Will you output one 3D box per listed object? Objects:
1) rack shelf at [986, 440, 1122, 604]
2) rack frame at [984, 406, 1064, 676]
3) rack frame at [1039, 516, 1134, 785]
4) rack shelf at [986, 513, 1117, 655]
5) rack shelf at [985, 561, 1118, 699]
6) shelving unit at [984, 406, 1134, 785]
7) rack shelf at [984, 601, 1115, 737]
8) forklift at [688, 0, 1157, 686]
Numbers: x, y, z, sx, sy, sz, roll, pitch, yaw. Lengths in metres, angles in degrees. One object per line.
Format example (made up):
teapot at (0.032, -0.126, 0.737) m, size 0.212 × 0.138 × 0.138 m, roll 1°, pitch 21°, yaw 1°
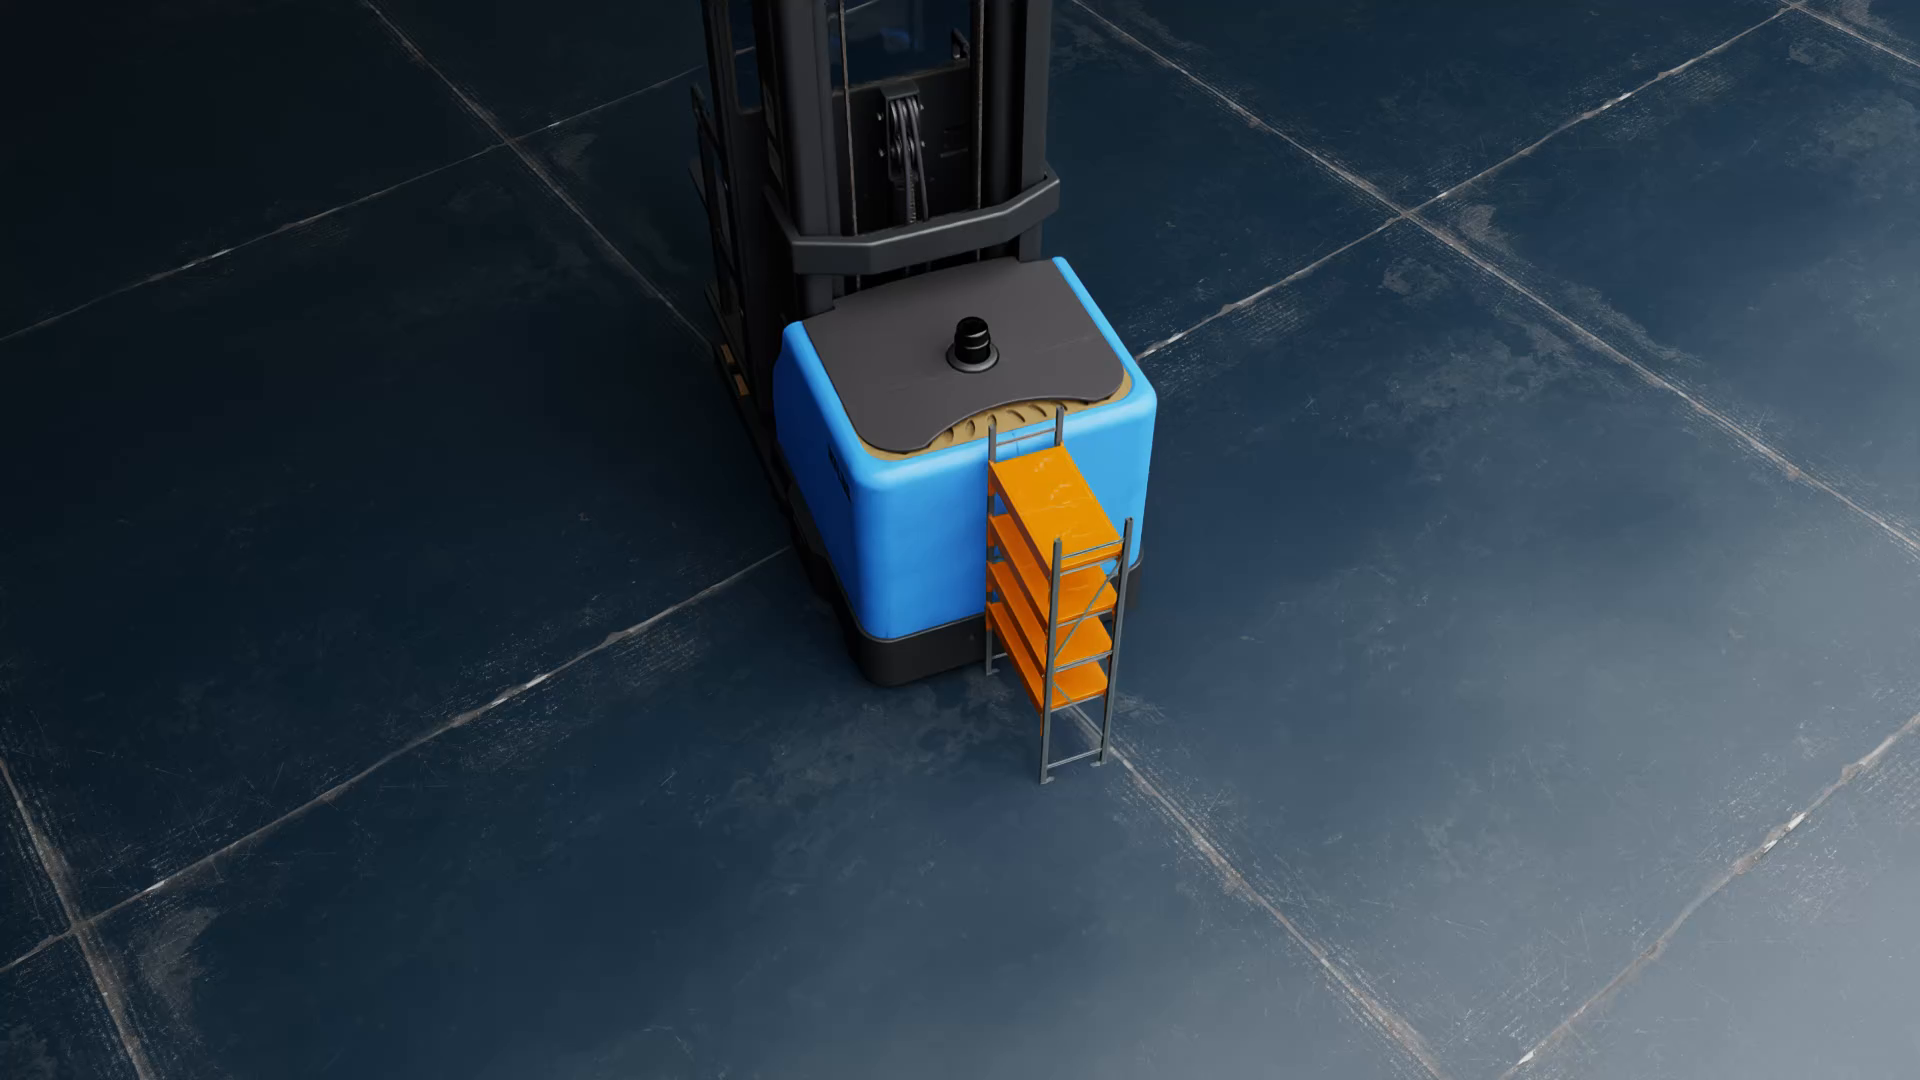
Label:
rack shelf at (0.287, -0.059, 4.963) m, size 0.258 × 0.148 × 0.480 m, roll -16°, pitch 50°, yaw -14°
rack frame at (0.199, 0.036, 5.407) m, size 0.240 × 1.200 × 0.015 m, roll -16°, pitch 50°, yaw -14°
rack frame at (0.376, 0.373, 5.102) m, size 0.240 × 1.200 × 0.015 m, roll -16°, pitch 50°, yaw -14°
rack shelf at (0.287, 0.100, 5.139) m, size 0.258 × 0.148 × 0.480 m, roll -16°, pitch 50°, yaw -14°
rack shelf at (0.287, 0.250, 5.304) m, size 0.258 × 0.148 × 0.480 m, roll -16°, pitch 50°, yaw -14°
shelving unit at (0.287, 0.205, 5.255) m, size 0.258 × 1.200 × 0.503 m, roll -16°, pitch 50°, yaw -14°
rack shelf at (0.287, 0.383, 5.452) m, size 0.258 × 0.148 × 0.480 m, roll -16°, pitch 50°, yaw -14°
forklift at (-0.365, -1.599, 5.721) m, size 1.130 × 2.935 × 3.031 m, roll -16°, pitch 50°, yaw -14°
